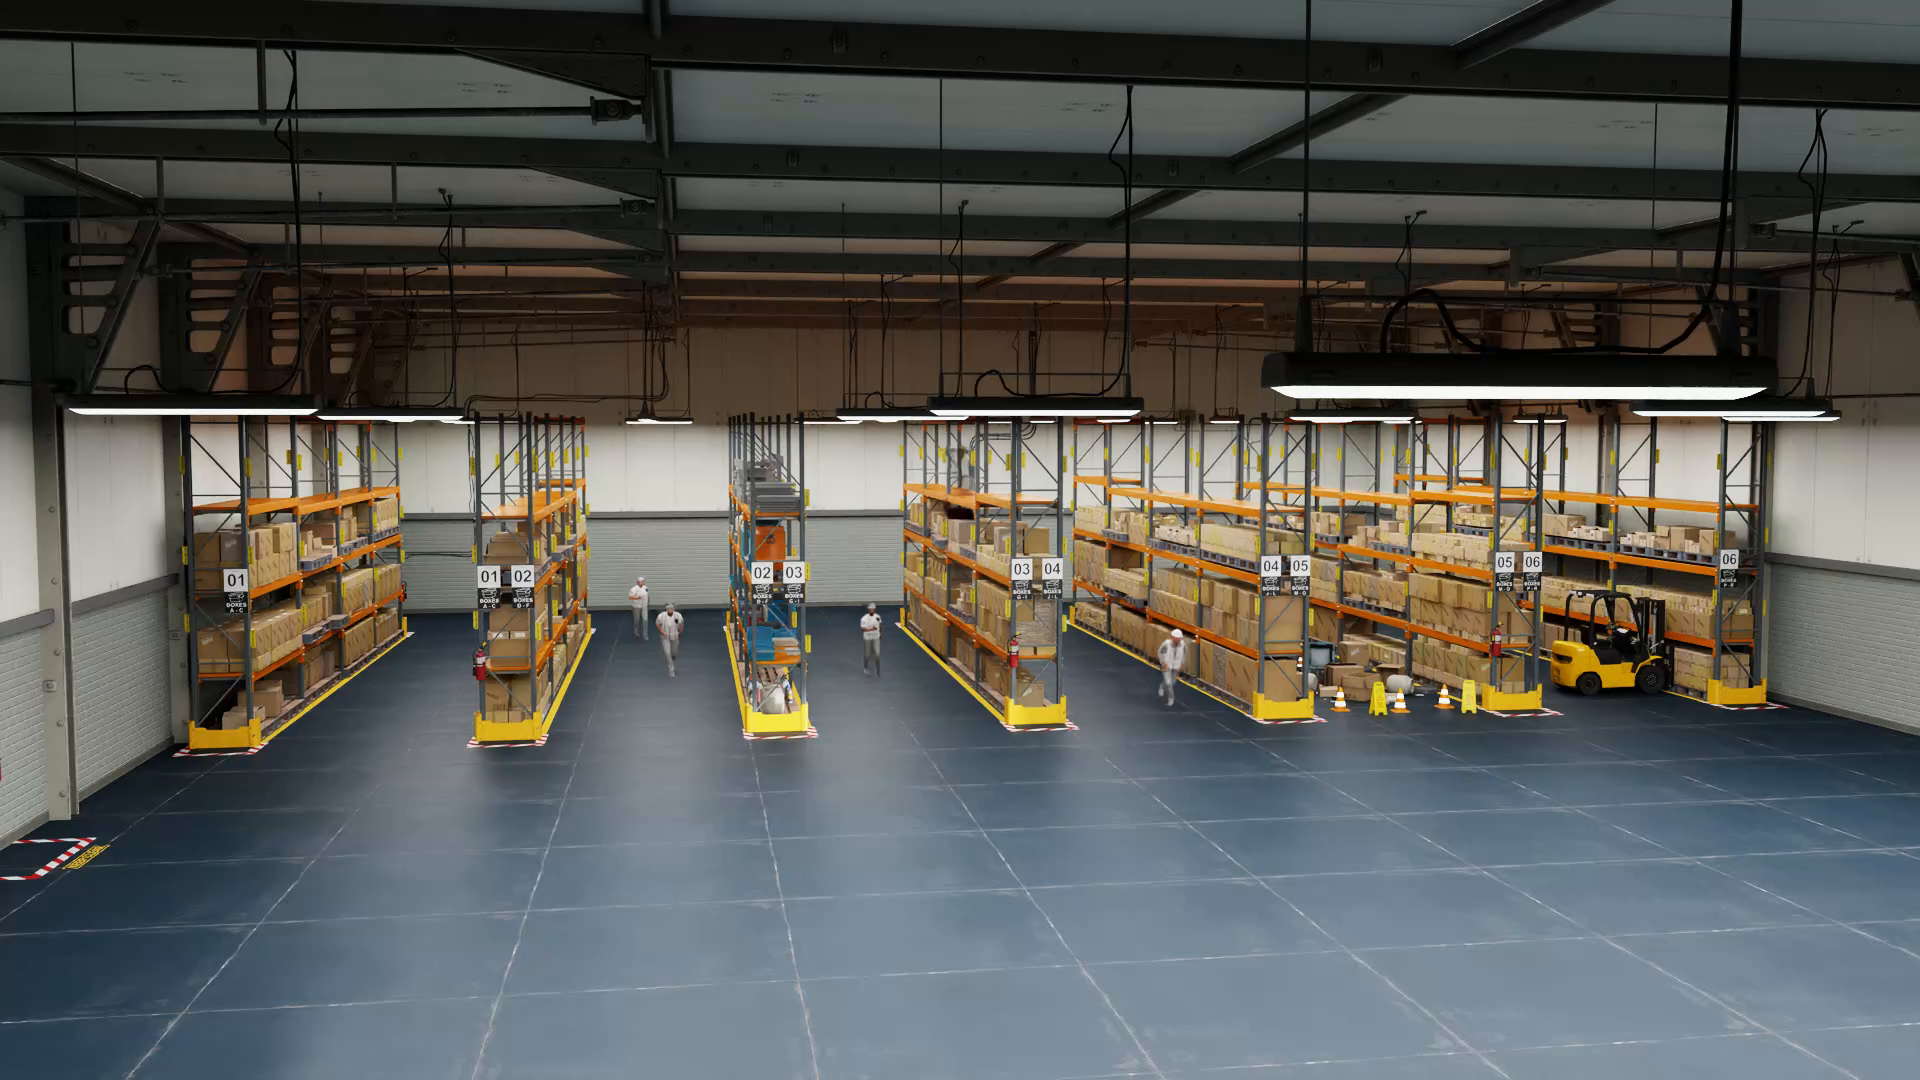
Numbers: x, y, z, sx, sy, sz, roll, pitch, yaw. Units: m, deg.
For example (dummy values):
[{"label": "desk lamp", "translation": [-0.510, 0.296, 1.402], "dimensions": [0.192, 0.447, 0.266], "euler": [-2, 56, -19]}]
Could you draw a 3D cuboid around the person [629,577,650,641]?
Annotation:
[{"label": "person", "translation": [-8.655, 1.854, 44.829], "dimensions": [0.582, 1.716, 0.826], "euler": [-2, 4, -30]}]

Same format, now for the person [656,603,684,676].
[{"label": "person", "translation": [-6.720, 2.266, 38.534], "dimensions": [0.638, 1.722, 0.829], "euler": [-1, 4, -9]}]

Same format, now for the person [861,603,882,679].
[{"label": "person", "translation": [-2.004, 2.314, 37.938], "dimensions": [0.538, 1.783, 0.786], "euler": [-1, 4, -16]}]

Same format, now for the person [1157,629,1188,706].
[{"label": "person", "translation": [4.356, 2.601, 34.350], "dimensions": [0.666, 1.614, 1.052], "euler": [-1, 4, -13]}]
